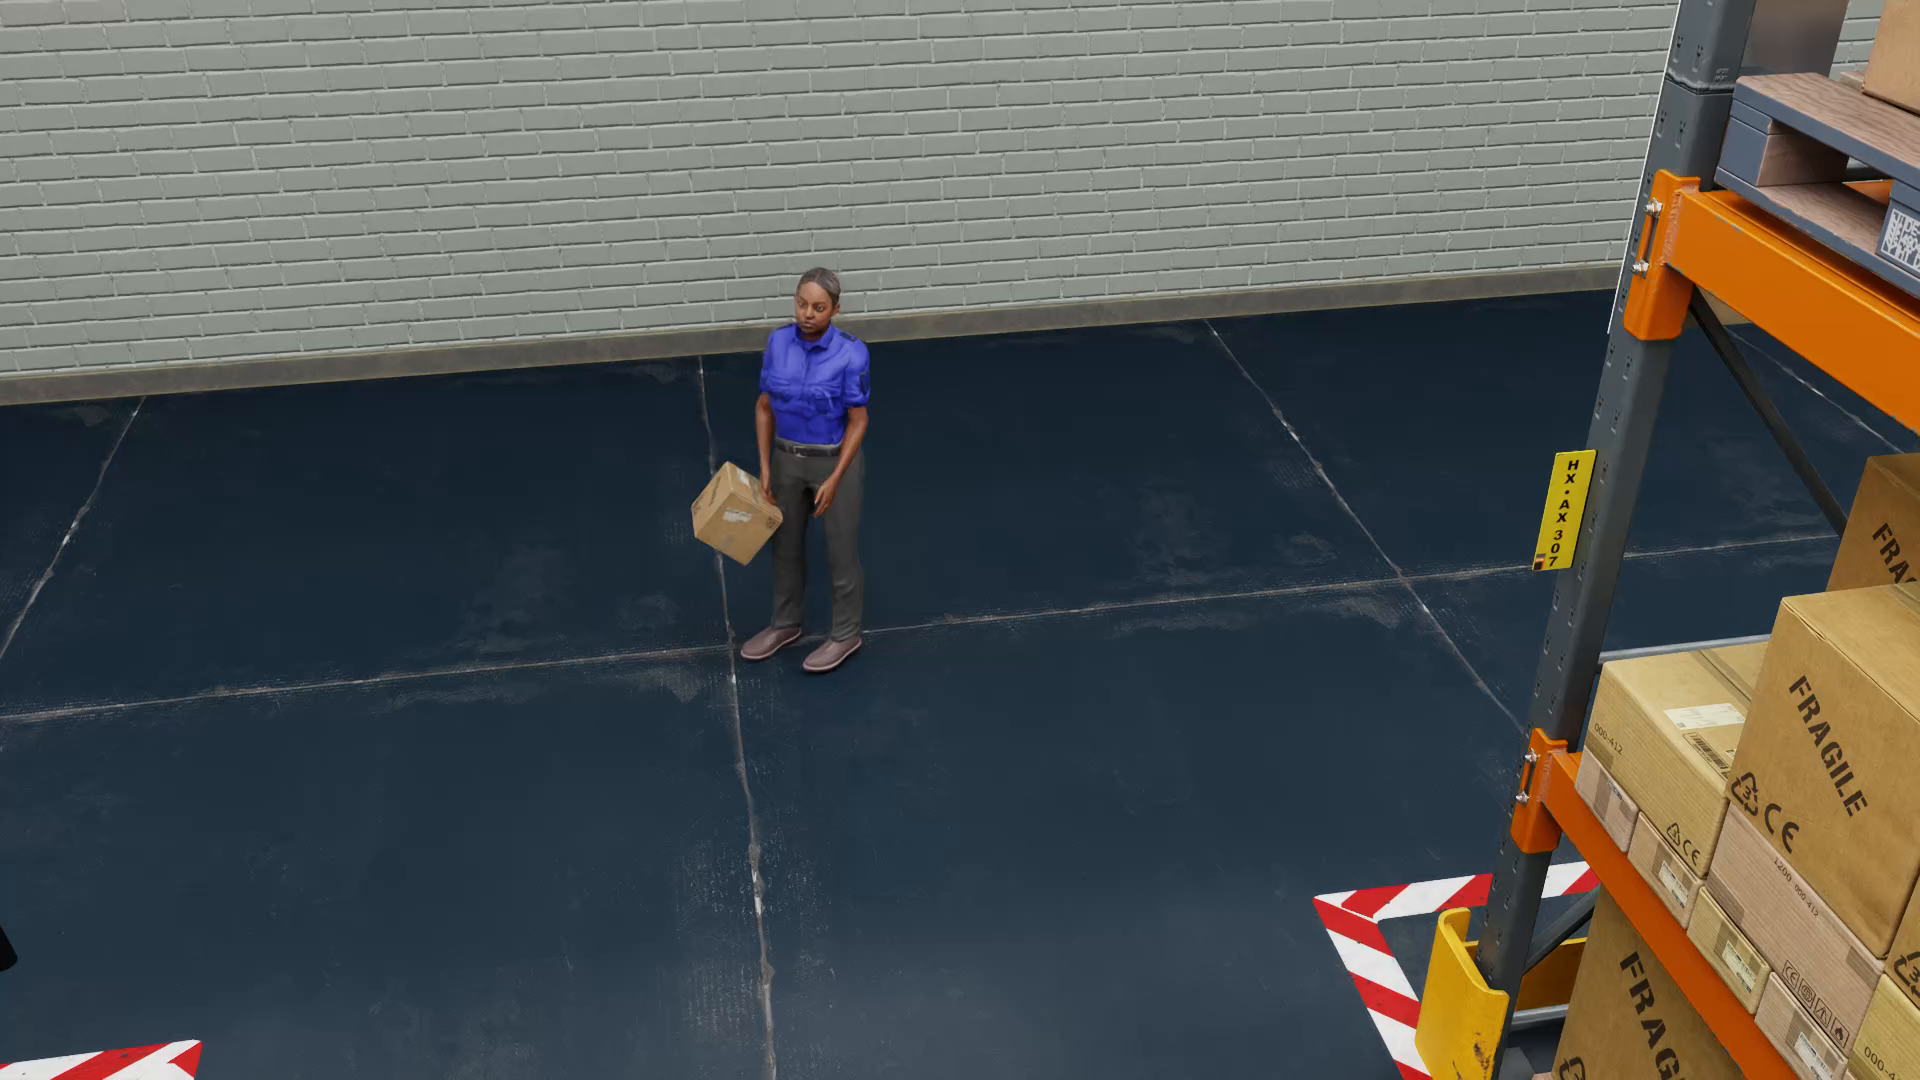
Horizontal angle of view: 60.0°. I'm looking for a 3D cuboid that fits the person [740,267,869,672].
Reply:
[{"bbox_3d":[-0.623,-0.253,6.535,0.536,1.666,0.421,9,32,15],"label":"person"}]
